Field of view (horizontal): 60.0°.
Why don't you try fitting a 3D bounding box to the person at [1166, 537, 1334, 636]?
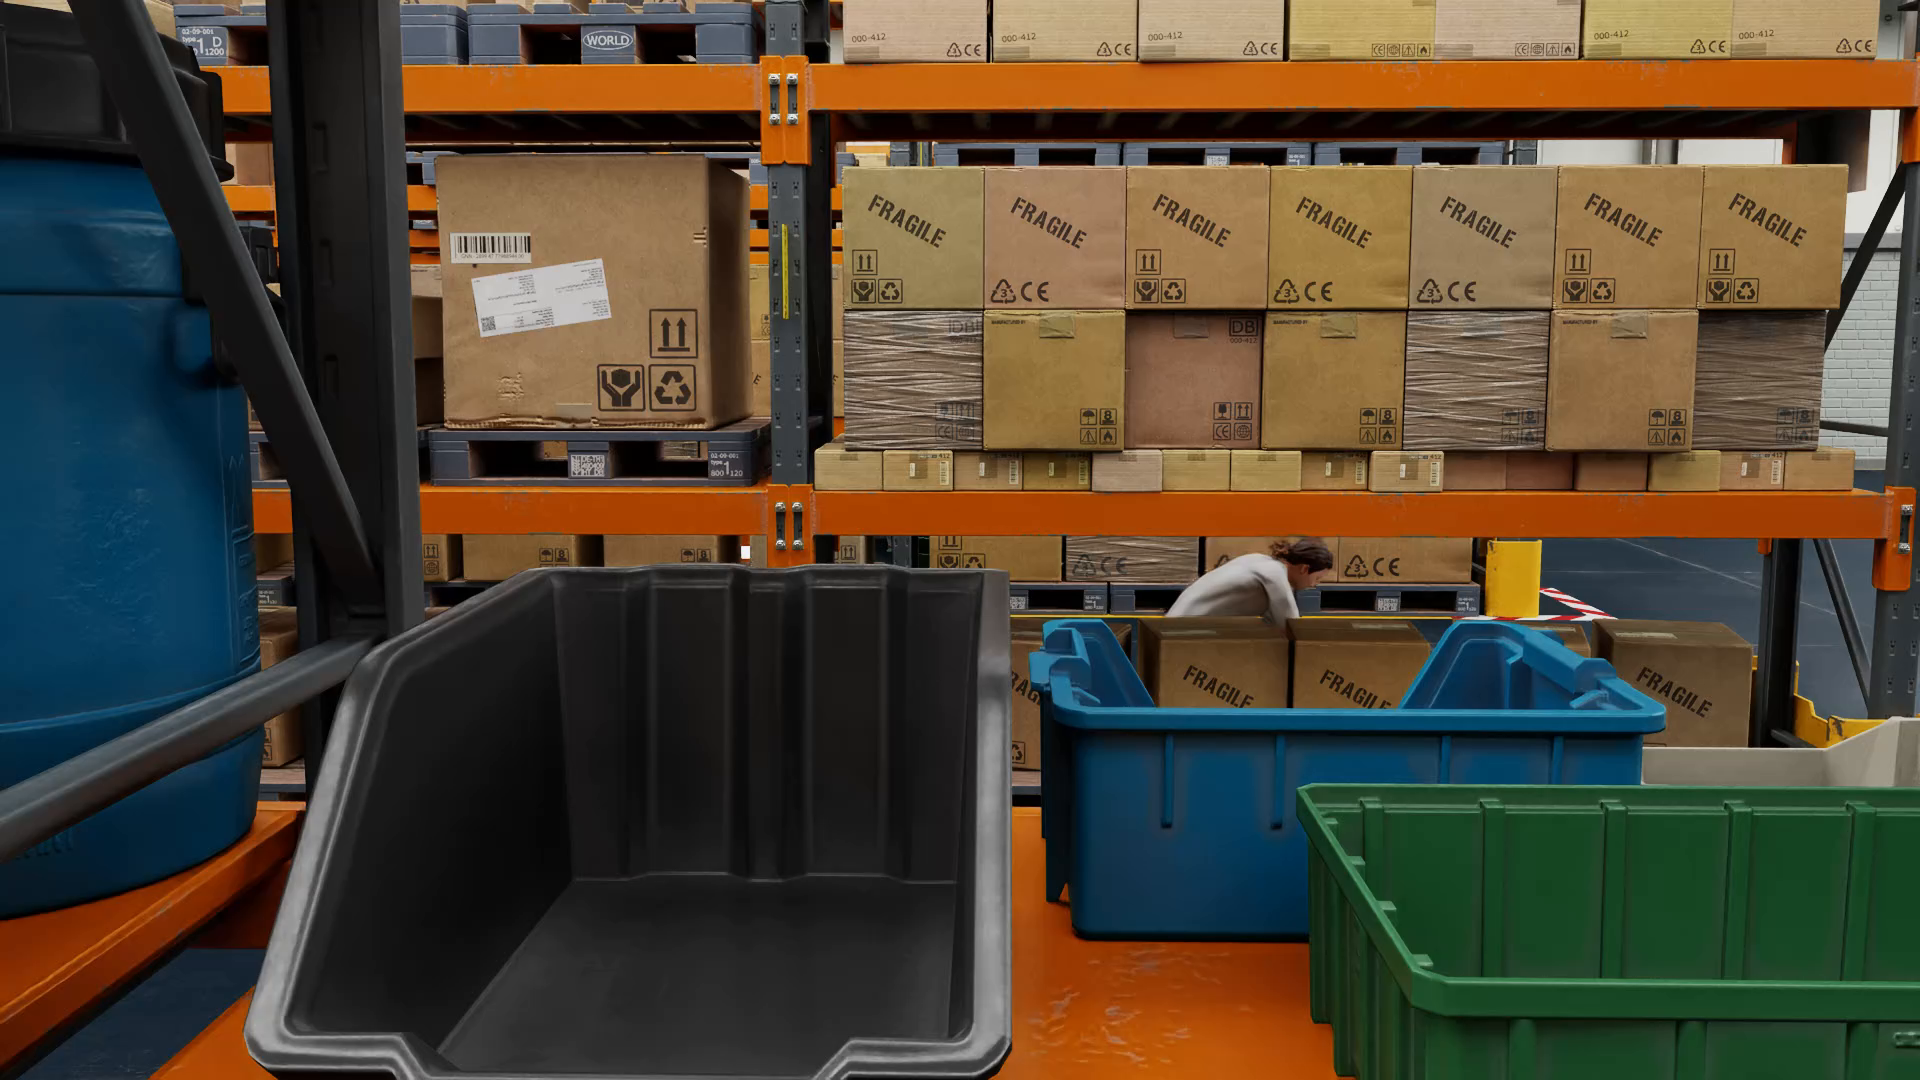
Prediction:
[{"bbox_3d":[1.366,0.439,7.878,0.796,0.910,0.482,0,7,1],"label":"person"}]
